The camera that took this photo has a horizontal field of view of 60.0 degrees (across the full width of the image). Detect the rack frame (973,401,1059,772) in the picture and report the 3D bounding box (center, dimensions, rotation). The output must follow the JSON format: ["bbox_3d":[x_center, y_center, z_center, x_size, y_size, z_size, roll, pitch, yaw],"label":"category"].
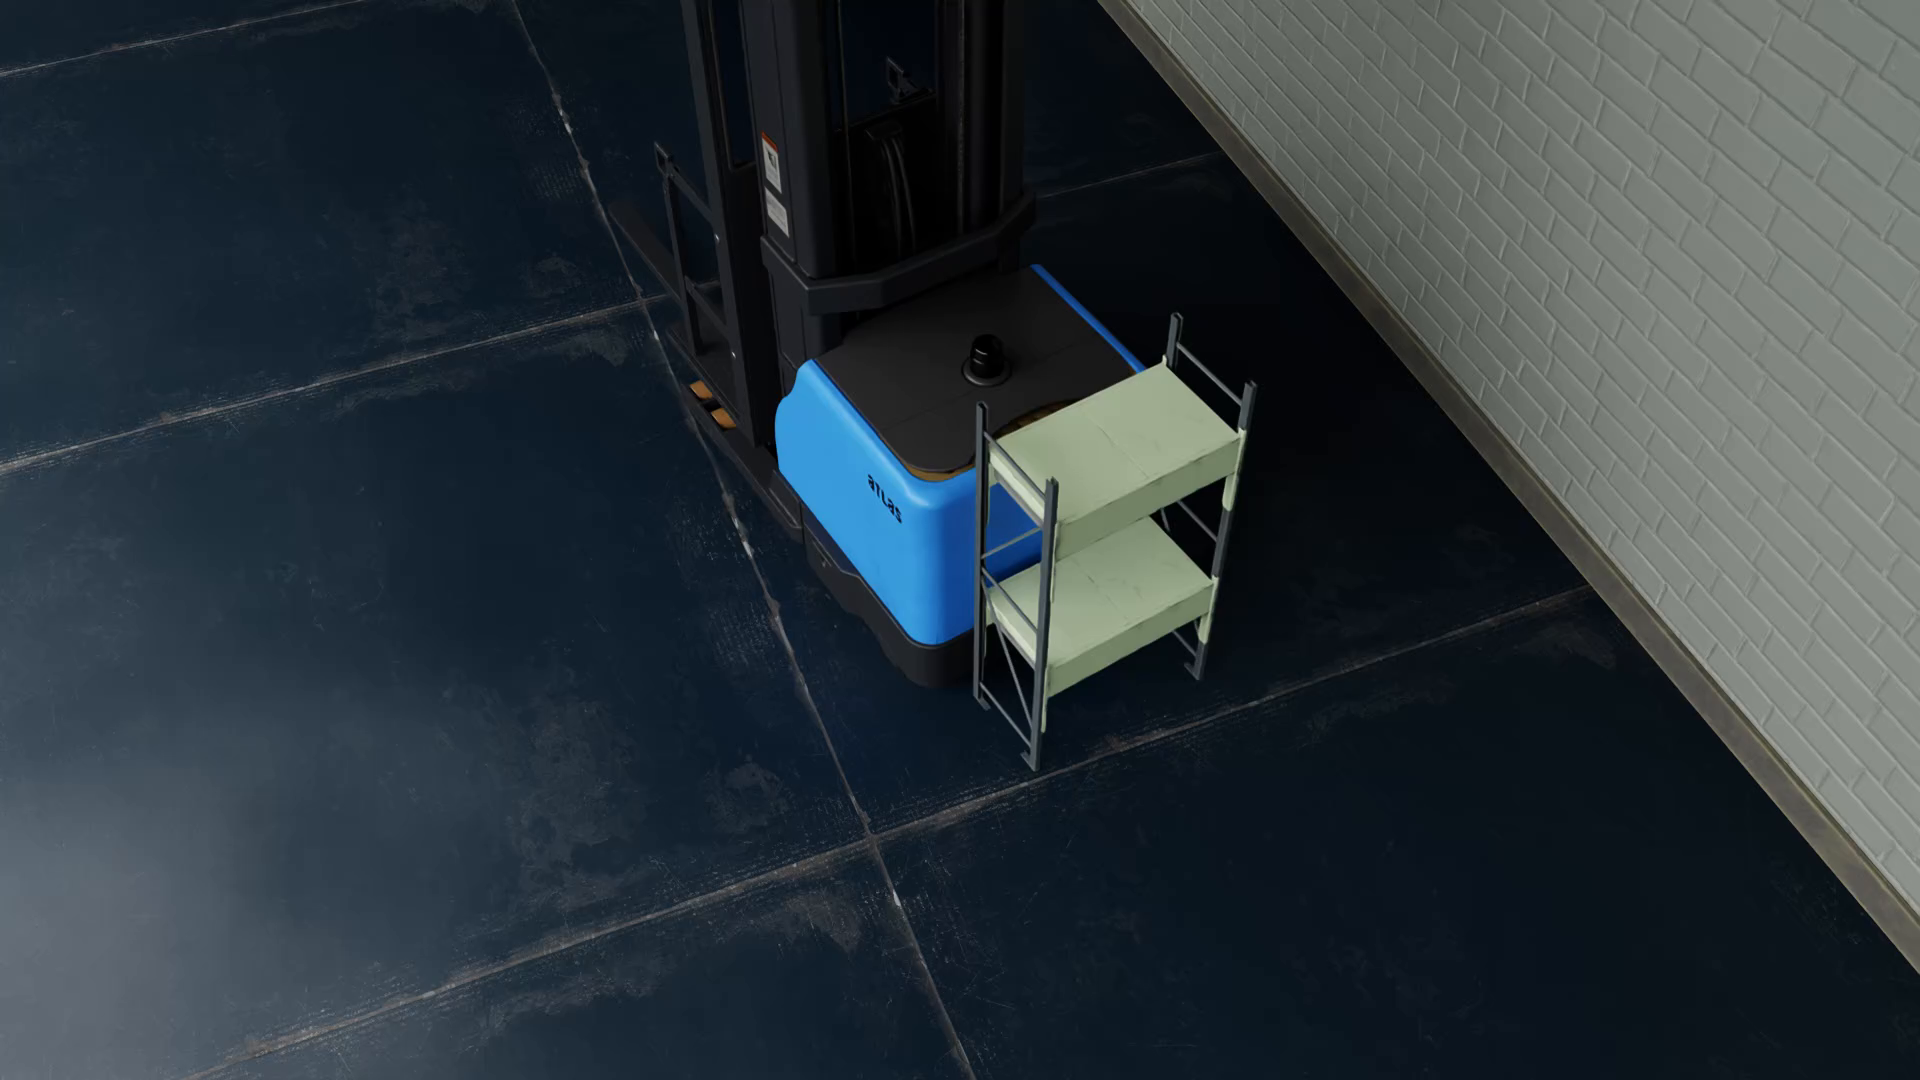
[{"bbox_3d":[0.166,0.203,5.428,0.023,1.500,0.400,-26,54,-21],"label":"rack frame"}]

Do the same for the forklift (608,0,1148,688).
[{"bbox_3d":[-0.513,-1.521,5.965,1.130,2.935,3.031,-26,54,-21],"label":"forklift"}]

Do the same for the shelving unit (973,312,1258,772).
[{"bbox_3d":[0.473,0.052,5.557,0.755,1.500,0.431,-26,54,-21],"label":"shelving unit"}]

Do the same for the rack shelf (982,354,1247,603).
[{"bbox_3d":[0.473,-0.202,5.261,0.720,0.370,0.431,-26,54,-21],"label":"rack shelf"}]

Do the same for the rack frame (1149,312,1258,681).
[{"bbox_3d":[0.781,-0.098,5.687,0.023,1.500,0.400,-26,54,-21],"label":"rack frame"}]

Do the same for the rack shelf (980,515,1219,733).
[{"bbox_3d":[0.473,0.264,5.805,0.720,0.370,0.431,-26,54,-21],"label":"rack shelf"}]
